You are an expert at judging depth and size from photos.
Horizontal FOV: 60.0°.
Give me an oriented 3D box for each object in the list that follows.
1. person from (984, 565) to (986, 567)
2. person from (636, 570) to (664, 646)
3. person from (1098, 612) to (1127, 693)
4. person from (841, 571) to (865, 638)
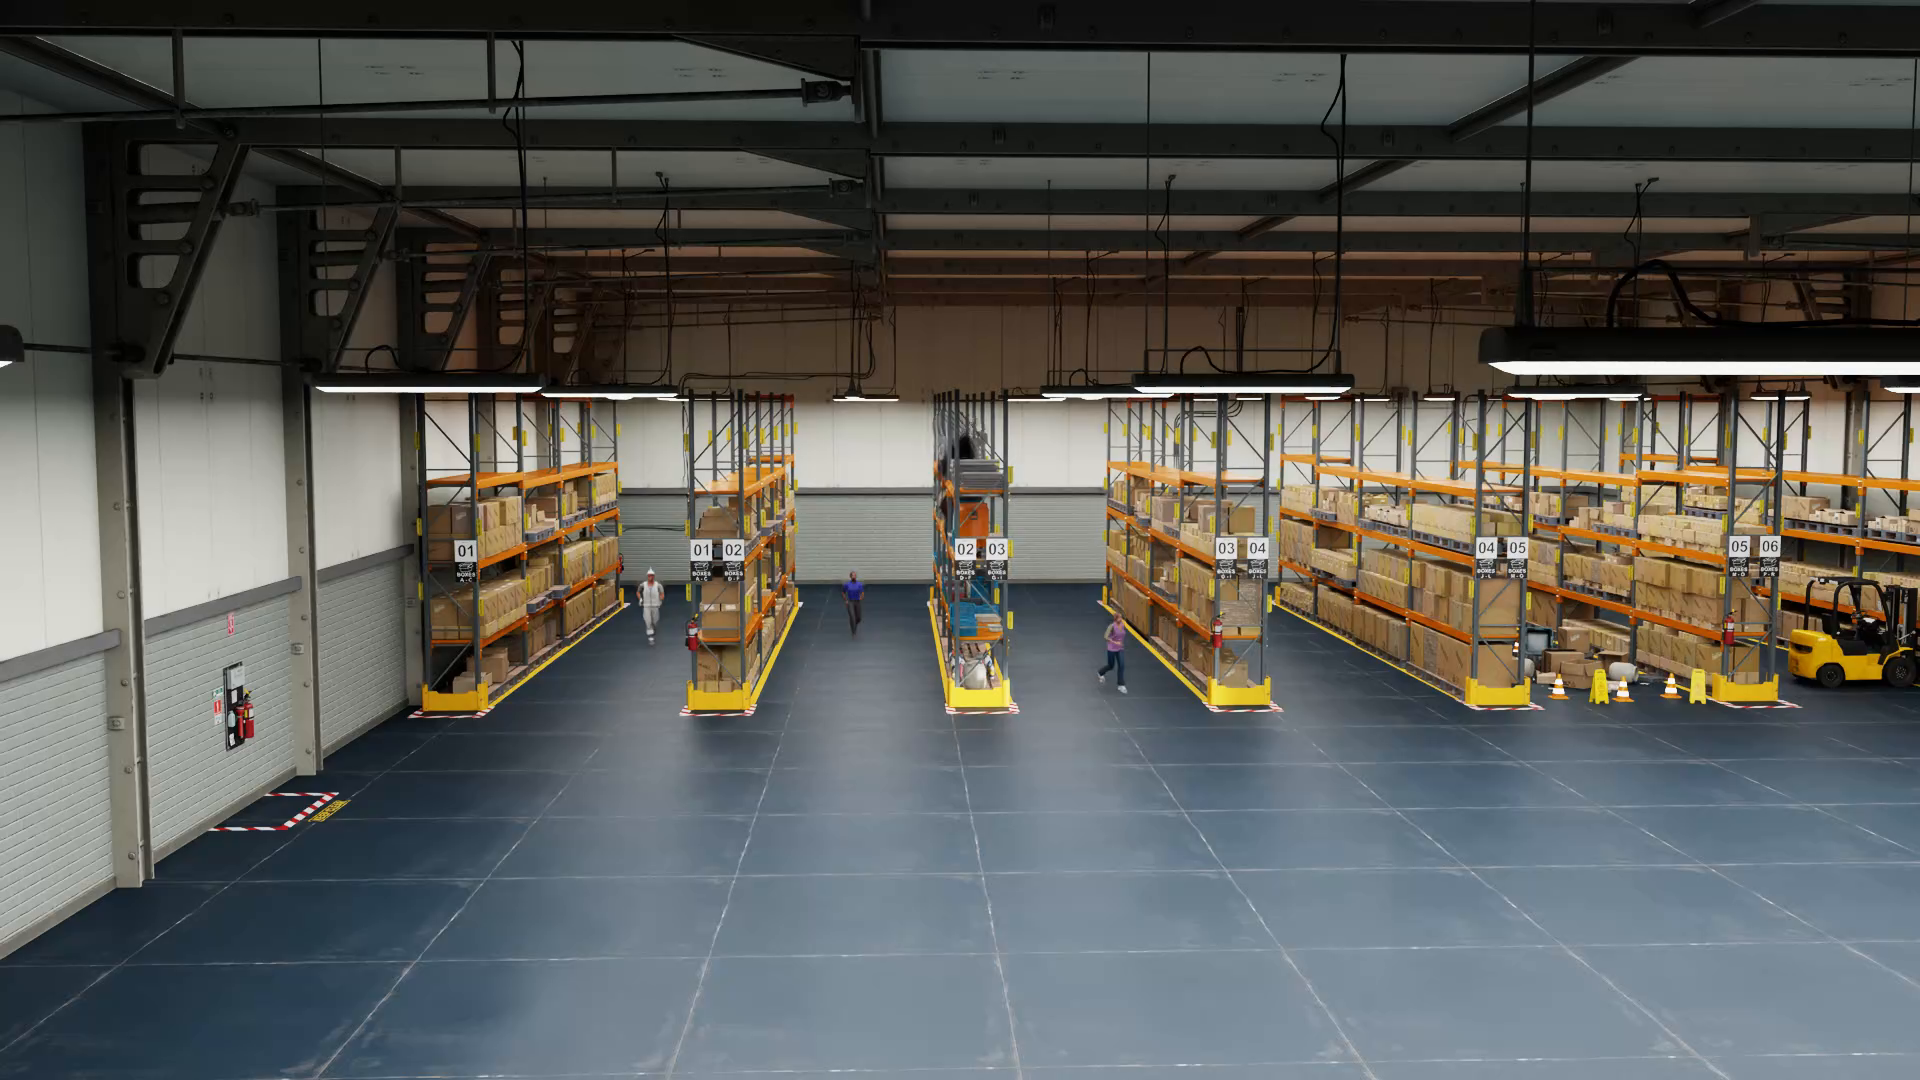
[{"bbox_3d":[0.669,0.927,48.167,0.747,1.743,0.718,3,6,33],"label":"person"},{"bbox_3d":[-7.406,1.607,39.801,0.655,1.774,0.845,-1,5,-12],"label":"person"},{"bbox_3d":[3.092,2.215,33.310,0.545,1.592,0.921,-3,6,-35],"label":"person"},{"bbox_3d":[-2.630,1.624,40.978,0.571,1.517,0.665,-1,5,-13],"label":"person"}]
